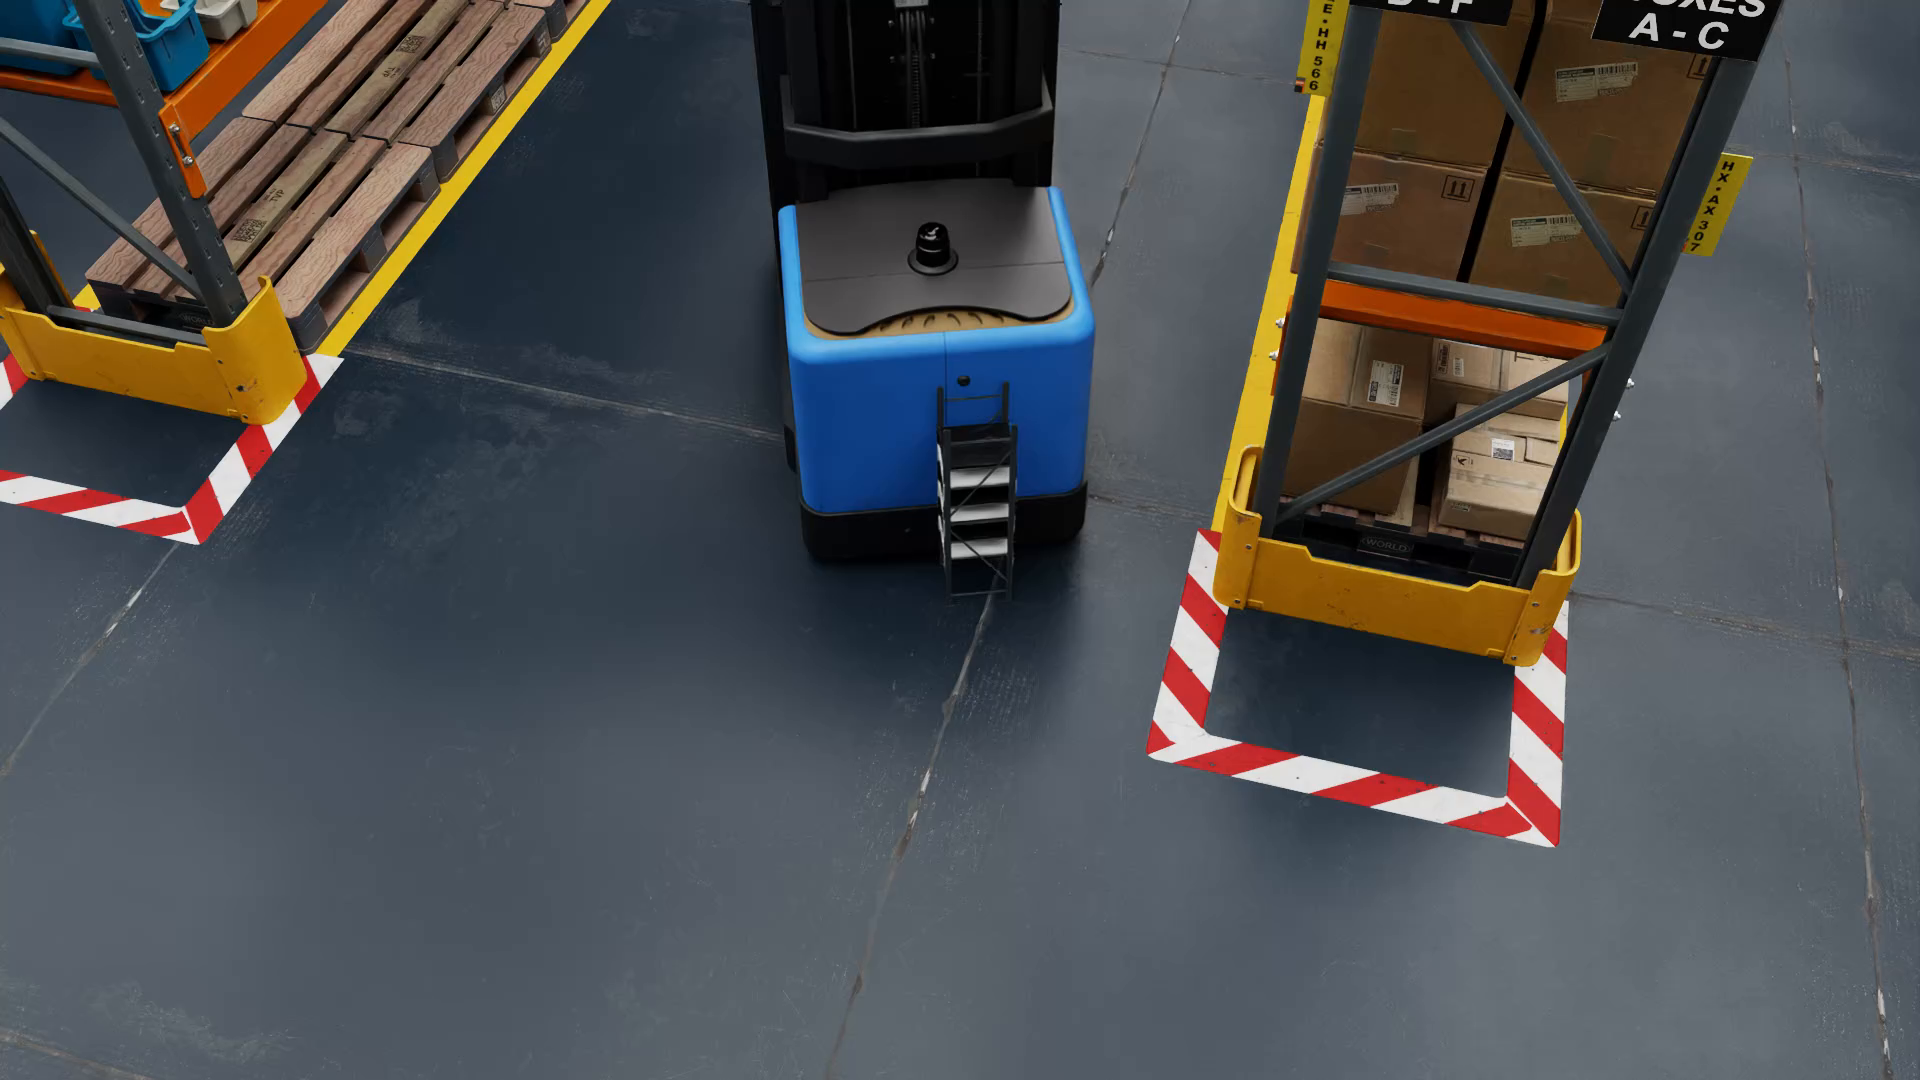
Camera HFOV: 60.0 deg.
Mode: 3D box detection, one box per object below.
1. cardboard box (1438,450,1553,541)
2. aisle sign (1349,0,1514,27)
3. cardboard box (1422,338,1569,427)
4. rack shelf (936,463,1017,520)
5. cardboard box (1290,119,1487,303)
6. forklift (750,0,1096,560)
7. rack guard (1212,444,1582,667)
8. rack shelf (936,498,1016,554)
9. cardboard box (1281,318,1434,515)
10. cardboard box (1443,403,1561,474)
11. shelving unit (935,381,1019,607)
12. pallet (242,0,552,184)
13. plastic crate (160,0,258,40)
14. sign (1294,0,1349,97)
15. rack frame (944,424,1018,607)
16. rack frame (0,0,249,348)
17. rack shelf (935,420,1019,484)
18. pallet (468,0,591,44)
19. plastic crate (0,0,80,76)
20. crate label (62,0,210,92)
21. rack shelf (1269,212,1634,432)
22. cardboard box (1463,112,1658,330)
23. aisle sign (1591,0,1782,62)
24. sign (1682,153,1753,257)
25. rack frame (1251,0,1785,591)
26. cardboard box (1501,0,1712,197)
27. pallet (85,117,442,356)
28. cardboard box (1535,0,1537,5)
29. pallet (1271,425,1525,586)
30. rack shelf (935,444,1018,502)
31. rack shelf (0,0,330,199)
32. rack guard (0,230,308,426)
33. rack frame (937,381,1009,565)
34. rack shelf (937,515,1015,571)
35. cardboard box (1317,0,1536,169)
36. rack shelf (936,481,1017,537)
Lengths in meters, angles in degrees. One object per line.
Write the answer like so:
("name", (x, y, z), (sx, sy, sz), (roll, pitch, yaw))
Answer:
("cardboard box", (1.939, -0.156, 5.995), (0.380, 0.149, 0.250), (12, 50, 10))
("aisle sign", (1.183, -1.590, 3.919), (0.394, 0.787, 0.004), (12, 50, 10))
("cardboard box", (2.045, -0.653, 6.366), (0.500, 0.250, 0.500), (12, 50, 10))
("rack shelf", (0.056, -0.179, 5.732), (0.258, 0.077, 0.200), (-5, 49, -4))
("cardboard box", (1.352, -1.129, 5.179), (0.500, 0.500, 0.500), (13, 50, 11))
("forklift", (-0.220, -2.015, 6.073), (1.130, 2.935, 3.031), (-5, 49, -4))
("rack guard", (1.517, 0.054, 5.869), (1.175, 0.500, 0.348), (12, 50, 10))
("rack shelf", (0.056, -0.060, 5.867), (0.258, 0.077, 0.200), (-5, 49, -4))
("cardboard box", (1.402, -0.479, 6.046), (0.500, 0.500, 0.500), (12, 50, 10))
("cardboard box", (2.004, -0.342, 6.148), (0.380, 0.166, 0.250), (12, 50, 10))
("shelving unit", (0.056, -0.141, 5.775), (0.258, 0.900, 0.210), (-5, 49, -4))
("pallet", (-2.703, -2.245, 8.090), (1.003, 0.211, 1.213), (12, 50, 10))
("plastic crate", (-2.734, -1.961, 6.116), (0.250, 0.136, 0.298), (12, 50, 10))
("sign", (0.967, -1.330, 4.440), (0.100, 0.325, 0.005), (12, 50, 10))
("rack frame", (0.068, -0.066, 5.708), (0.240, 0.900, 0.006), (-5, 49, -4))
("rack frame", (-3.281, -1.699, 5.749), (1.000, 3.000, 0.127), (12, 50, 10))
("rack shelf", (0.056, -0.298, 5.597), (0.258, 0.077, 0.200), (-5, 49, -4))
("pallet", (-2.384, -3.130, 8.871), (1.003, 0.211, 1.213), (12, 50, 10))
("plastic crate", (-3.373, -2.009, 5.959), (0.616, 0.435, 0.499), (12, 50, 10))
("crate label", (-2.898, -1.777, 5.889), (0.416, 0.233, 0.303), (12, 50, 10))
("rack shelf", (2.023, -1.927, 6.430), (1.077, 0.370, 4.000), (12, 50, 10))
("cardboard box", (1.868, -1.021, 5.083), (0.500, 0.500, 0.500), (13, 50, 11))
("aisle sign", (1.762, -1.471, 3.814), (0.394, 0.787, 0.004), (12, 50, 10))
("sign", (2.020, -0.898, 4.465), (0.100, 0.325, 0.005), (12, 50, 10))
("rack frame", (1.497, -0.719, 4.884), (1.000, 3.000, 0.127), (12, 50, 10))
("cardboard box", (1.868, -1.351, 4.709), (0.500, 0.500, 0.500), (13, 50, 11))
("pallet", (-3.026, -1.365, 7.314), (1.003, 0.211, 1.213), (12, 50, 10))
("cardboard box", (1.998, -1.731, 5.044), (0.500, 0.500, 0.500), (12, 50, 10))
("pallet", (1.726, -0.428, 6.487), (1.003, 0.211, 1.213), (12, 50, 10))
("rack shelf", (0.056, -0.238, 5.665), (0.258, 0.077, 0.200), (-5, 49, -4))
("rack shelf", (-2.755, -2.907, 7.295), (1.077, 0.370, 4.000), (12, 50, 10))
("rack guard", (-3.275, -0.852, 6.668), (1.175, 0.500, 0.348), (12, 50, 10))
("rack frame", (0.044, -0.217, 5.841), (0.240, 0.900, 0.006), (-5, 49, -4))
("rack shelf", (0.056, 0.000, 5.935), (0.258, 0.077, 0.200), (-5, 49, -4))
("cardboard box", (1.349, -1.459, 4.803), (0.500, 0.500, 0.500), (11, 50, 10))
("rack shelf", (0.056, -0.119, 5.800), (0.258, 0.077, 0.200), (-5, 49, -4))
